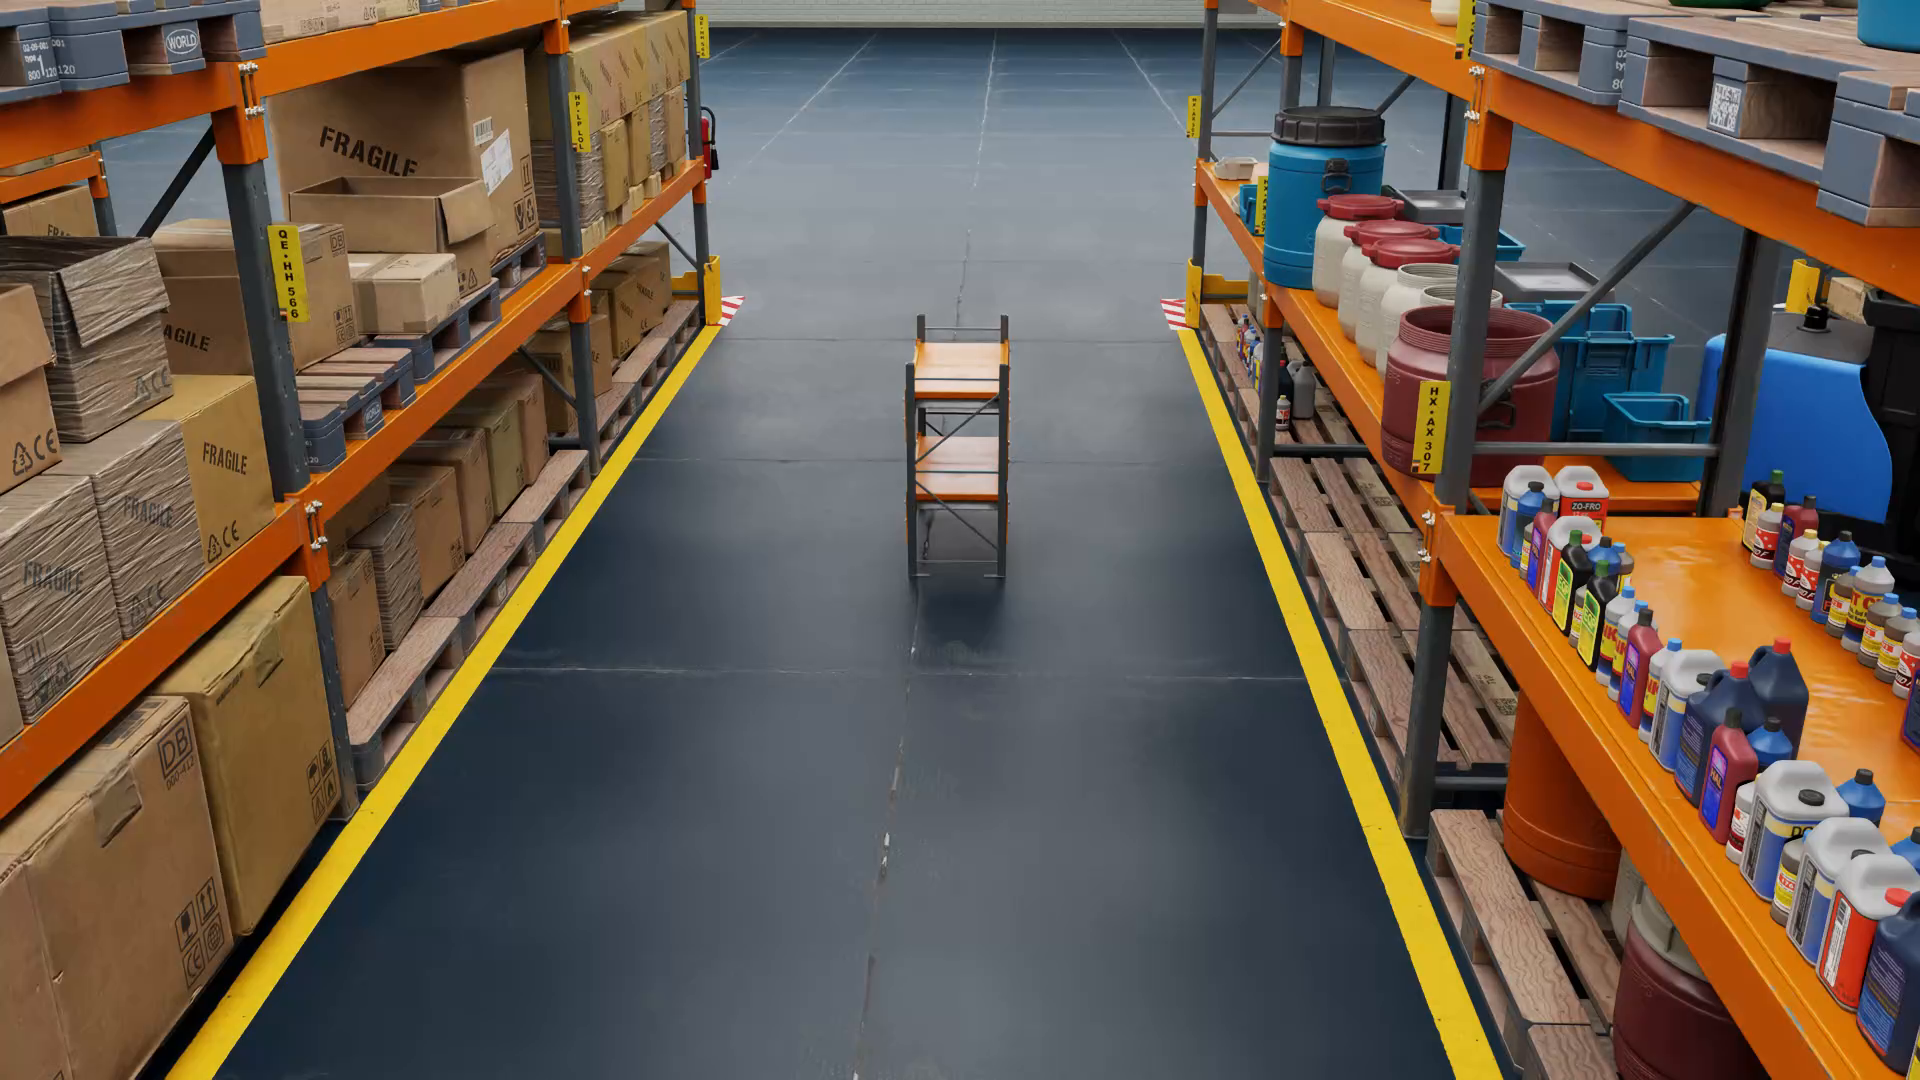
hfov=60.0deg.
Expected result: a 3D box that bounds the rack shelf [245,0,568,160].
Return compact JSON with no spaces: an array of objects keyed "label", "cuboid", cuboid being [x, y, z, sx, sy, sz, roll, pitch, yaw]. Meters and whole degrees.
[{"label":"rack shelf","cuboid":[-2.743,-2.142,7.250,1.077,0.370,4.000,1,21,2]}]

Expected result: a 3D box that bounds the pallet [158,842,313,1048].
[{"label":"pallet","cuboid":[-2.903,1.229,5.570,1.003,0.211,1.213,1,21,2]}]

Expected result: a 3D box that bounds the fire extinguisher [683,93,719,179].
[{"label":"fire extinguisher","cuboid":[-2.097,-3.248,13.361,0.296,0.674,0.183,1,21,2]}]

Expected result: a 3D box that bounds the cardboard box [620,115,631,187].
[{"label":"cardboard box","cuboid":[-2.642,-2.511,10.805,0.875,0.500,0.500,1,21,2]}]

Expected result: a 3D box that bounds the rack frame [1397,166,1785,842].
[{"label":"rack frame","cuboid":[2.147,-0.301,5.658,1.000,3.000,0.127,1,21,2]}]

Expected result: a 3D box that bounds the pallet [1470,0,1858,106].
[{"label":"pallet","cuboid":[2.026,-1.336,4.439,1.003,0.211,1.213,1,21,2]}]

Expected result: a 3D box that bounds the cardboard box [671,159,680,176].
[{"label":"cardboard box","cuboid":[-2.327,-2.844,12.560,0.380,0.149,0.250,1,21,2]}]

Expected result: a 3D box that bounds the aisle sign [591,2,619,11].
[{"label":"aisle sign","cuboid":[-2.859,-4.486,12.849,0.394,0.787,0.004,1,21,2]}]

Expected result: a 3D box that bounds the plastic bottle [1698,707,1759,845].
[{"label":"plastic bottle","cuboid":[1.713,0.523,3.697,0.061,0.283,0.133,1,21,2]}]

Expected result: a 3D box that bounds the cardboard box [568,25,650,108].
[{"label":"cardboard box","cuboid":[-2.381,-3.156,11.083,0.500,0.500,0.500,1,21,2]}]

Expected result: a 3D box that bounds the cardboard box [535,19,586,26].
[{"label":"cardboard box","cuboid":[-2.886,-3.342,11.564,0.500,0.500,0.500,1,21,2]}]

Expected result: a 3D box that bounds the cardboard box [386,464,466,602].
[{"label":"cardboard box","cuboid":[-2.789,-0.043,7.842,0.700,0.500,0.500,2,21,6]}]

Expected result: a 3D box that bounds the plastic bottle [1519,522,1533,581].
[{"label":"plastic bottle","cuboid":[1.776,0.021,5.102,0.097,0.201,0.097,0,21,0]}]

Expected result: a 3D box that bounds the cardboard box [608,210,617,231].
[{"label":"cardboard box","cuboid":[-2.377,-2.030,10.463,0.380,0.149,0.250,1,21,2]}]

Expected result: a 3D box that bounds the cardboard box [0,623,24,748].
[{"label":"cardboard box","cuboid":[-2.621,0.331,3.891,0.500,0.500,0.500,1,21,3]}]

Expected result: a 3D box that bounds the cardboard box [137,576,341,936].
[{"label":"cardboard box","cuboid":[-2.846,0.689,5.464,1.225,0.875,0.875,0,21,-1]}]

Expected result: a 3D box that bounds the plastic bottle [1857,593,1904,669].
[{"label":"plastic bottle","cuboid":[2.517,0.244,4.529,0.097,0.201,0.097,0,21,0]}]

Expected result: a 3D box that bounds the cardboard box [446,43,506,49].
[{"label":"cardboard box","cuboid":[-2.944,-2.619,9.700,0.500,0.500,0.500,1,21,2]}]

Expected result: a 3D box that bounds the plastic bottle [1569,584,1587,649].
[{"label":"plastic bottle","cuboid":[1.761,0.202,4.637,0.097,0.201,0.097,0,21,0]}]

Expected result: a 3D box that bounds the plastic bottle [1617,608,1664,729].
[{"label":"plastic bottle","cuboid":[1.730,0.324,4.209,0.061,0.283,0.133,1,21,2]}]

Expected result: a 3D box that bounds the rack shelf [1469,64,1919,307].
[{"label":"rack shelf","cuboid":[2.086,-0.641,3.382,1.077,0.370,4.000,1,21,2]}]

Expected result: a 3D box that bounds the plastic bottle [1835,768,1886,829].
[{"label":"plastic bottle","cuboid":[1.877,0.607,3.496,0.097,0.271,0.097,0,21,0]}]

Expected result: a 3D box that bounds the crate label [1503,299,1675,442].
[{"label":"crate label","cuboid":[2.447,-0.674,6.570,0.502,0.435,0.616,1,21,2]}]

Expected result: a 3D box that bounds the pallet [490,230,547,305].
[{"label":"pallet","cuboid":[-2.851,-1.438,8.852,1.003,0.211,1.213,1,21,2]}]

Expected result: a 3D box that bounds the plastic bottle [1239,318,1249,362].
[{"label":"plastic bottle","cuboid":[1.998,-1.398,11.633,0.061,0.283,0.133,1,21,3]}]

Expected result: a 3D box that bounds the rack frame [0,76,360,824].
[{"label":"rack frame","cuboid":[-2.804,-0.355,5.798,1.000,3.000,0.127,1,21,2]}]

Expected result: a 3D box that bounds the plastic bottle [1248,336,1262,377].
[{"label":"plastic bottle","cuboid":[2.004,-1.241,11.245,0.097,0.271,0.097,0,21,0]}]

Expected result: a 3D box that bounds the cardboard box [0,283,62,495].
[{"label":"cardboard box","cuboid":[-2.865,-0.370,4.311,0.797,0.503,0.637,1,21,3]}]

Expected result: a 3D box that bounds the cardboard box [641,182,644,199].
[{"label":"cardboard box","cuboid":[-2.381,-2.392,11.395,0.380,0.149,0.250,1,21,2]}]

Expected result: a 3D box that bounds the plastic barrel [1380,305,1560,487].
[{"label":"plastic barrel","cuboid":[1.858,-0.535,6.074,0.600,0.536,0.708,1,21,2]}]

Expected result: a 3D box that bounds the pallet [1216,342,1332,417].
[{"label":"pallet","cuboid":[2.365,-1.132,11.654,1.003,0.211,1.213,1,21,2]}]

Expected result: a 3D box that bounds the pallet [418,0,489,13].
[{"label":"pallet","cuboid":[-2.836,-2.516,7.478,1.213,0.211,1.003,1,21,2]}]

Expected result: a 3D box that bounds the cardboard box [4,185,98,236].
[{"label":"cardboard box","cuboid":[-7.470,-2.298,13.163,0.875,0.875,0.875,1,21,2]}]

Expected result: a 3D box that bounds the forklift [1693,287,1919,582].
[{"label":"forklift","cuboid":[5.337,-1.171,7.994,1.130,2.935,3.031,-20,29,-41]}]

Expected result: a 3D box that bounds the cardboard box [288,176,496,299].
[{"label":"cardboard box","cuboid":[-2.643,-1.418,7.813,0.797,0.503,0.637,3,21,7]}]

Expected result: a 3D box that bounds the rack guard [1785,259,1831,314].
[{"label":"rack guard","cuboid":[7.342,-1.981,13.443,1.175,0.500,0.348,1,21,2]}]

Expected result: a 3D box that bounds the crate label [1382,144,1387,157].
[{"label":"crate label","cuboid":[2.604,-2.542,11.384,0.502,0.435,0.616,1,21,2]}]

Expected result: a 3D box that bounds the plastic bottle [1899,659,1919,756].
[{"label":"plastic bottle","cuboid":[2.376,0.383,4.057,0.061,0.283,0.133,1,21,2]}]

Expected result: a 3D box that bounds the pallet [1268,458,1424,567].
[{"label":"pallet","cuboid":[2.283,-0.163,9.157,1.003,0.211,1.213,1,21,2]}]

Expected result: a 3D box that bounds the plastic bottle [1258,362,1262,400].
[{"label":"plastic bottle","cuboid":[1.969,-1.051,10.737,0.061,0.283,0.133,2,21,5]}]

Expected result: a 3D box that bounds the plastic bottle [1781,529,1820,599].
[{"label":"plastic bottle","cuboid":[2.532,0.068,4.983,0.097,0.201,0.097,0,21,0]}]

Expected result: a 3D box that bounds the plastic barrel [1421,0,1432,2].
[{"label":"plastic barrel","cuboid":[2.450,-2.957,7.662,0.600,0.901,0.600,0,21,0]}]

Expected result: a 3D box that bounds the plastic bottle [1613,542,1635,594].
[{"label":"plastic bottle","cuboid":[1.921,0.106,4.882,0.097,0.201,0.097,0,21,0]}]

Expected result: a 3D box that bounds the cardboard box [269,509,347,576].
[{"label":"cardboard box","cuboid":[-2.814,0.013,6.660,0.500,0.250,0.500,1,21,4]}]

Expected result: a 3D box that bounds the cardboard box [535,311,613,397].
[{"label":"cardboard box","cuboid":[-2.620,-1.184,10.807,0.500,0.500,0.500,8,22,19]}]

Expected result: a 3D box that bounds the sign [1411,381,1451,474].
[{"label":"sign","cuboid":[1.596,-0.381,5.637,0.100,0.325,0.005,1,21,2]}]

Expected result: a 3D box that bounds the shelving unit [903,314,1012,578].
[{"label":"shelving unit","cuboid":[0.000,-0.522,8.819,0.538,1.125,1.048,1,21,2]}]

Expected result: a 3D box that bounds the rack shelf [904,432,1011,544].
[{"label":"rack shelf","cuboid":[0.000,-0.294,8.908,0.538,0.278,1.000,1,21,2]}]

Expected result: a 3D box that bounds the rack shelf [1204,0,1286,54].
[{"label":"rack shelf","cuboid":[2.329,-3.533,10.837,1.077,0.370,4.000,1,21,2]}]

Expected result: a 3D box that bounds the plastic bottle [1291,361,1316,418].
[{"label":"plastic bottle","cuboid":[2.144,-0.952,10.389,0.144,0.351,0.185,1,21,2]}]

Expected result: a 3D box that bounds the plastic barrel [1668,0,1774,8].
[{"label":"plastic barrel","cuboid":[1.885,-1.442,4.087,0.294,0.245,0.294,0,21,0]}]

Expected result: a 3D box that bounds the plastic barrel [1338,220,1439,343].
[{"label":"plastic barrel","cuboid":[1.998,-1.202,7.792,0.433,0.535,0.433,0,21,0]}]

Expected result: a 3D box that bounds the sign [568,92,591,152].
[{"label":"sign","cuboid":[-2.128,-2.337,9.304,0.100,0.325,0.005,1,21,2]}]

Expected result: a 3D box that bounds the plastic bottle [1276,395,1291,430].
[{"label":"plastic bottle","cuboid":[1.968,-0.782,10.159,0.097,0.201,0.097,0,21,0]}]

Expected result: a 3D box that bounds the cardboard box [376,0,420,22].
[{"label":"cardboard box","cuboid":[-2.513,-2.223,6.671,0.500,0.250,0.500,1,21,3]}]

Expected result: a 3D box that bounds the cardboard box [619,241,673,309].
[{"label":"cardboard box","cuboid":[-2.597,-2.053,13.048,0.500,0.500,0.500,5,22,12]}]

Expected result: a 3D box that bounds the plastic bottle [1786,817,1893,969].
[{"label":"plastic bottle","cuboid":[1.744,0.694,3.265,0.152,0.276,0.135,1,21,2]}]
